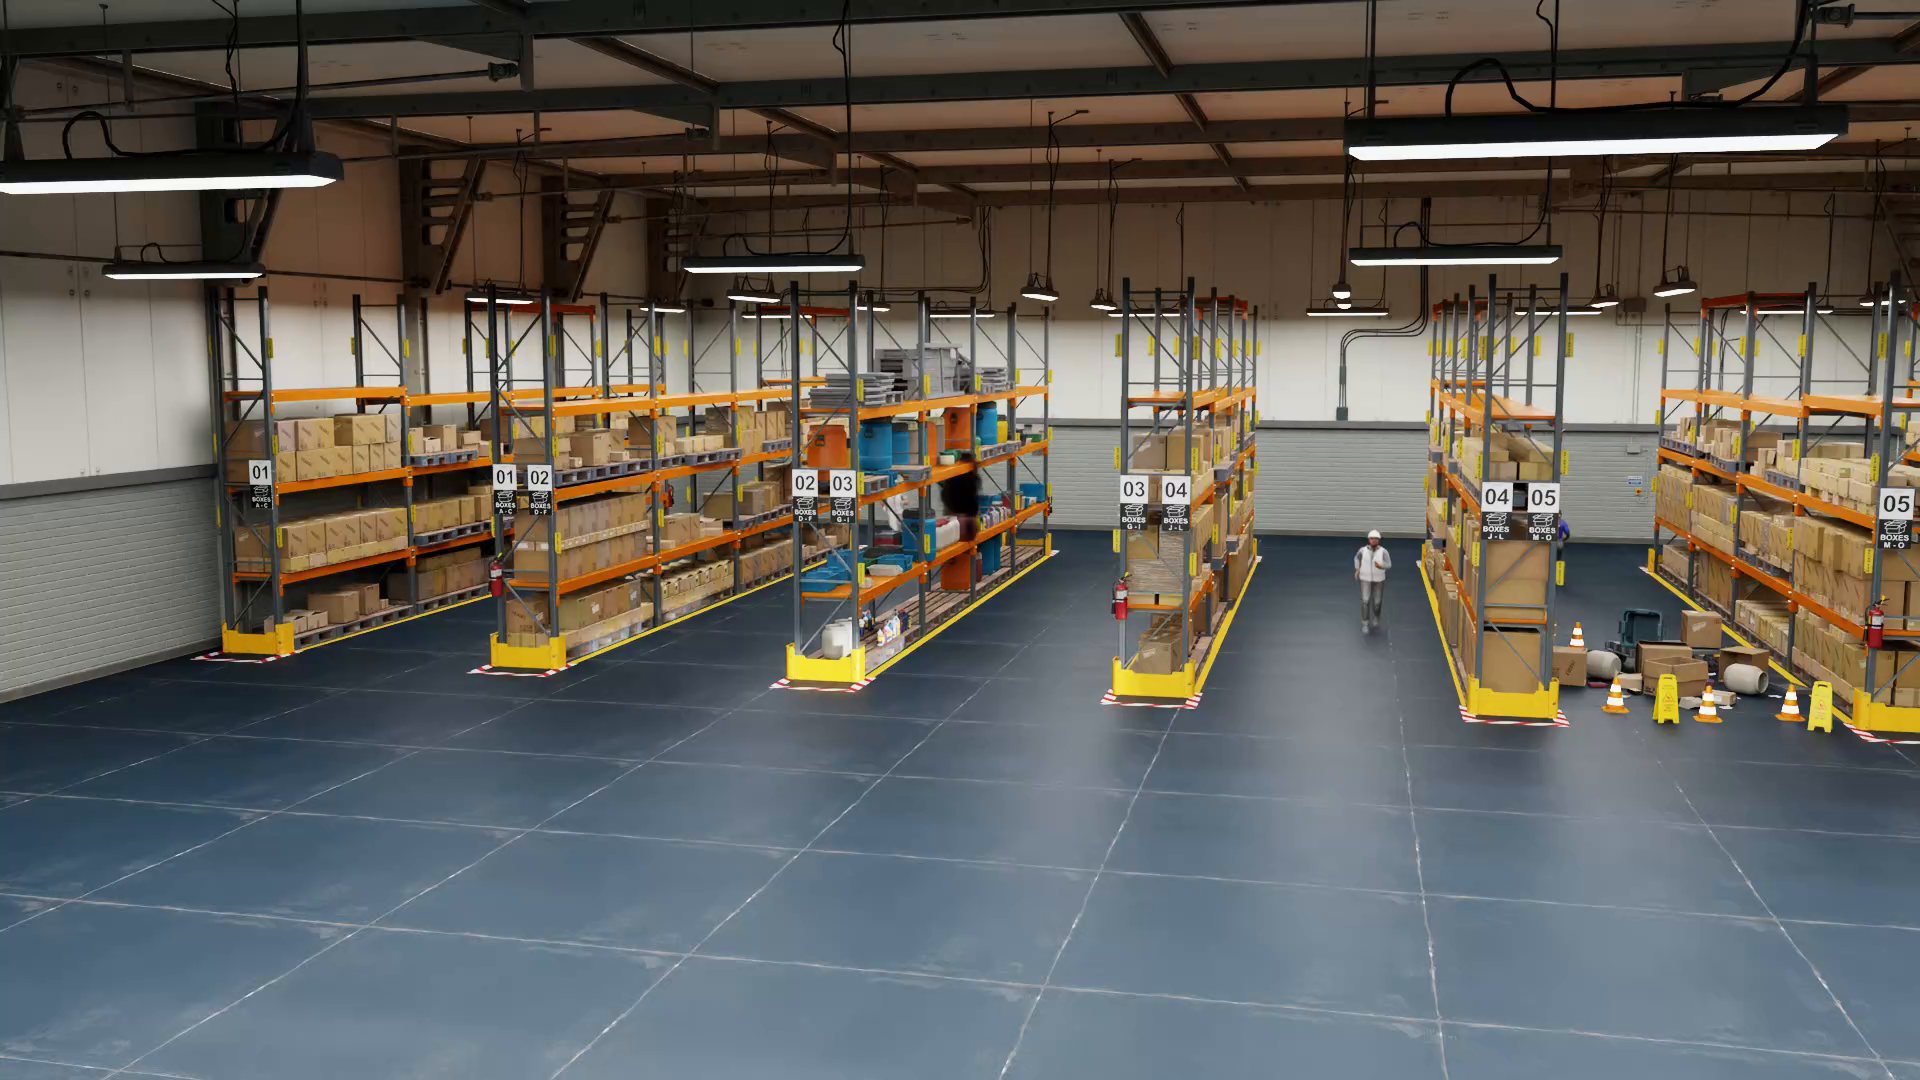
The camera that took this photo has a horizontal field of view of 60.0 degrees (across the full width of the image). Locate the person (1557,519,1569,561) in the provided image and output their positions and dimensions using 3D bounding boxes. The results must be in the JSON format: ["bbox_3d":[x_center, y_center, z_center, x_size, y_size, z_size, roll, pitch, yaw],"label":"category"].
[{"bbox_3d":[12.686,0.237,35.443,0.525,1.406,0.492,0,7,4],"label":"person"}]

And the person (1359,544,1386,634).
[{"bbox_3d":[7.297,0.846,29.439,0.448,1.529,0.904,2,7,15],"label":"person"}]

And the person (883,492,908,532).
[{"bbox_3d":[-1.589,-0.612,40.777,0.625,1.764,0.909,-1,7,-11],"label":"person"}]
